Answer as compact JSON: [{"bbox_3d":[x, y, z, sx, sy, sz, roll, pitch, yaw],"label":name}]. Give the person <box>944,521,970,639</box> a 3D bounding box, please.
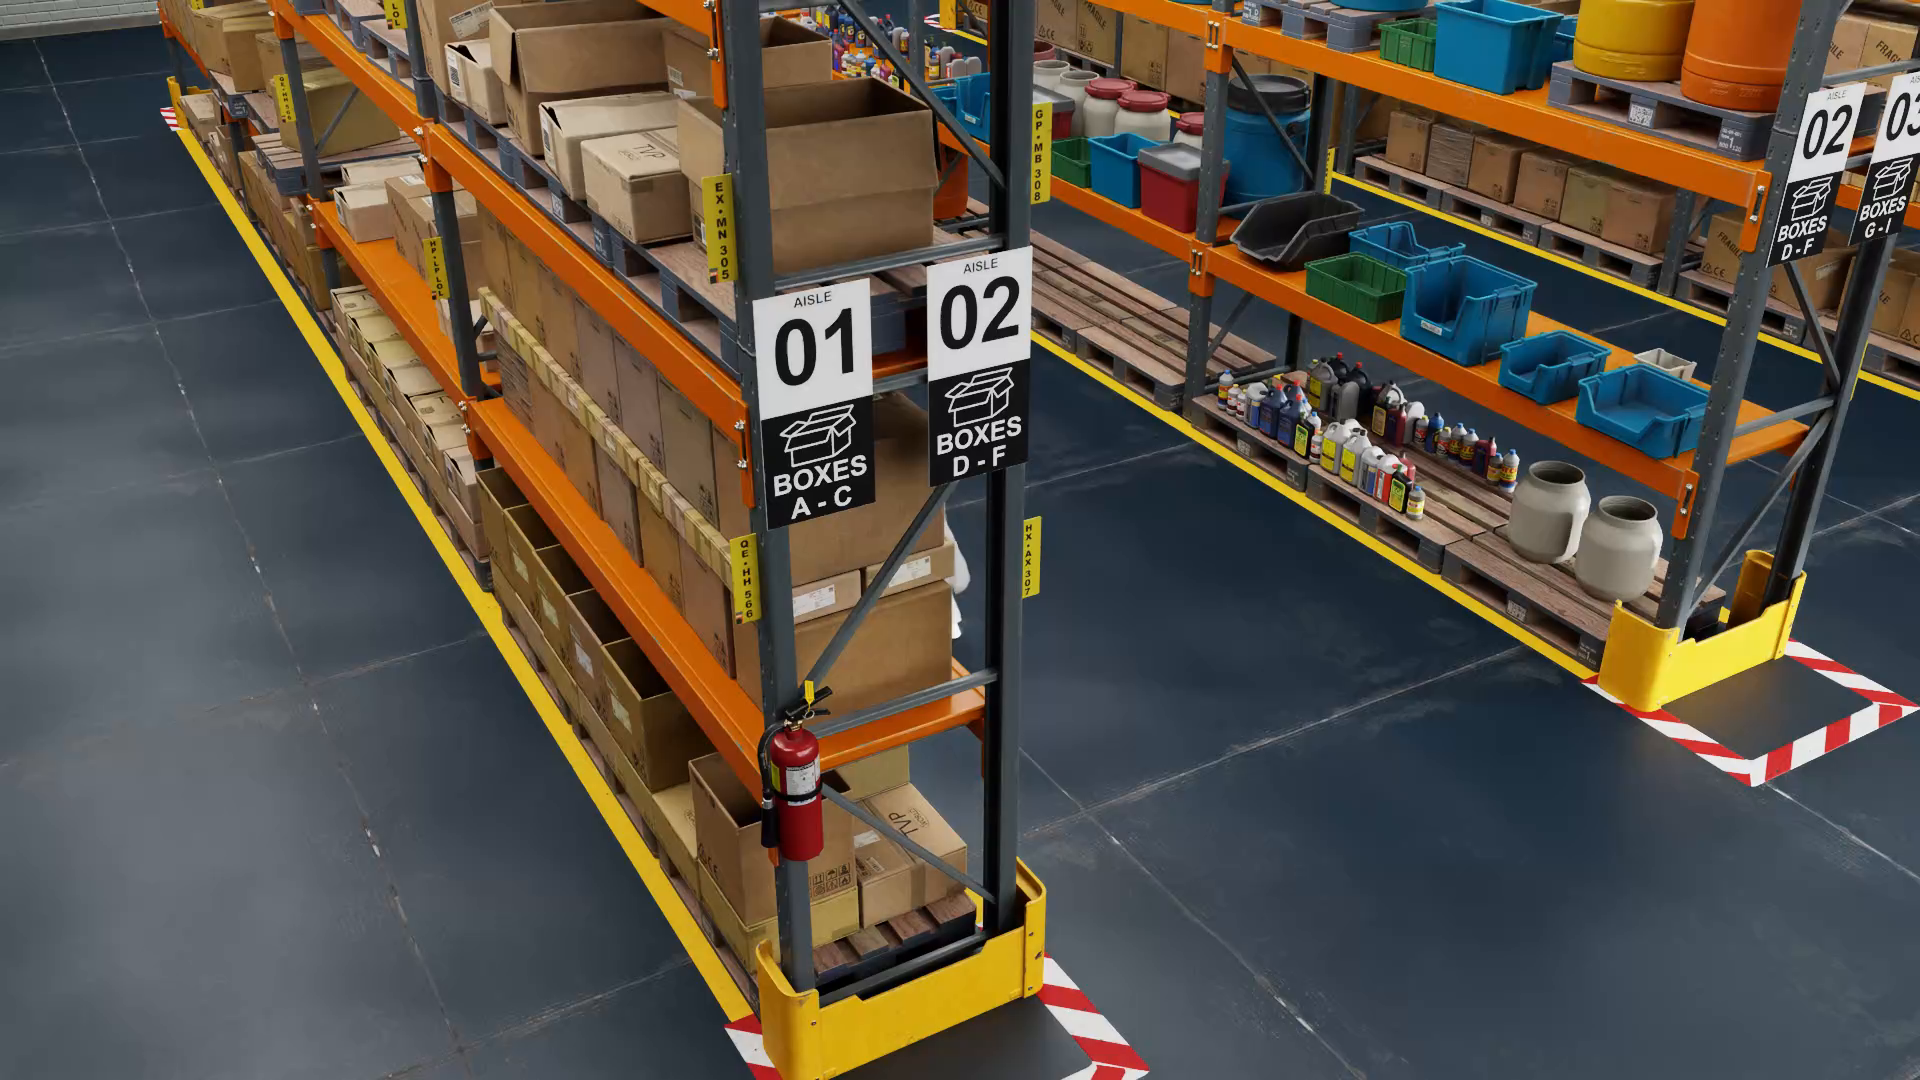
[{"bbox_3d":[-0.280,0.065,9.214,0.490,0.930,0.810,-17,33,-27],"label":"person"}]
